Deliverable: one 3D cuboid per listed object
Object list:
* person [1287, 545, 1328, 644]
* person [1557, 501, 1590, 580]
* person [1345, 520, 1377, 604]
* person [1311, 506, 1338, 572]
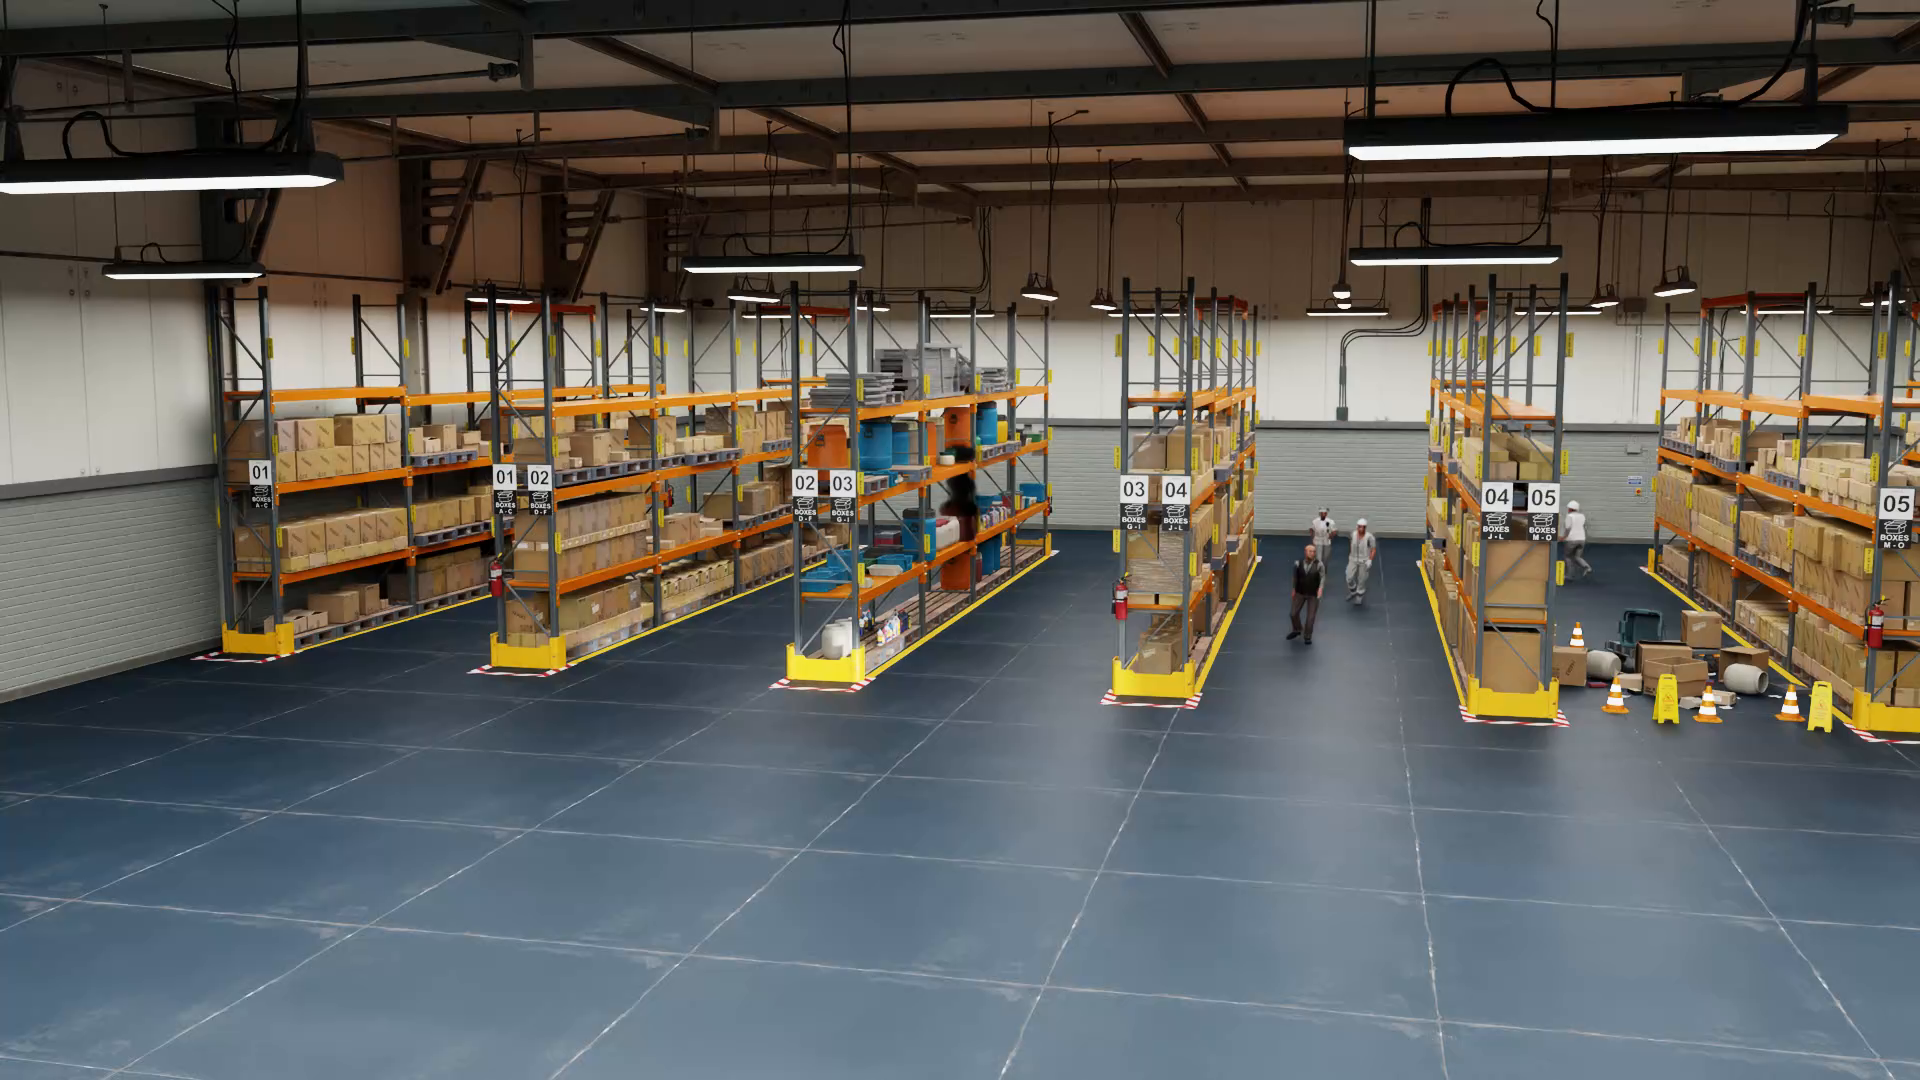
[{"bbox_3d":[5.861,0.942,28.055,0.674,1.704,0.711,2,7,17],"label":"person"},{"bbox_3d":[13.341,0.024,35.984,0.663,1.721,0.697,-2,7,-18],"label":"person"},{"bbox_3d":[7.775,0.443,32.297,0.661,1.692,0.802,4,8,29],"label":"person"},{"bbox_3d":[7.705,0.133,35.181,0.561,1.746,0.754,1,7,8],"label":"person"}]
